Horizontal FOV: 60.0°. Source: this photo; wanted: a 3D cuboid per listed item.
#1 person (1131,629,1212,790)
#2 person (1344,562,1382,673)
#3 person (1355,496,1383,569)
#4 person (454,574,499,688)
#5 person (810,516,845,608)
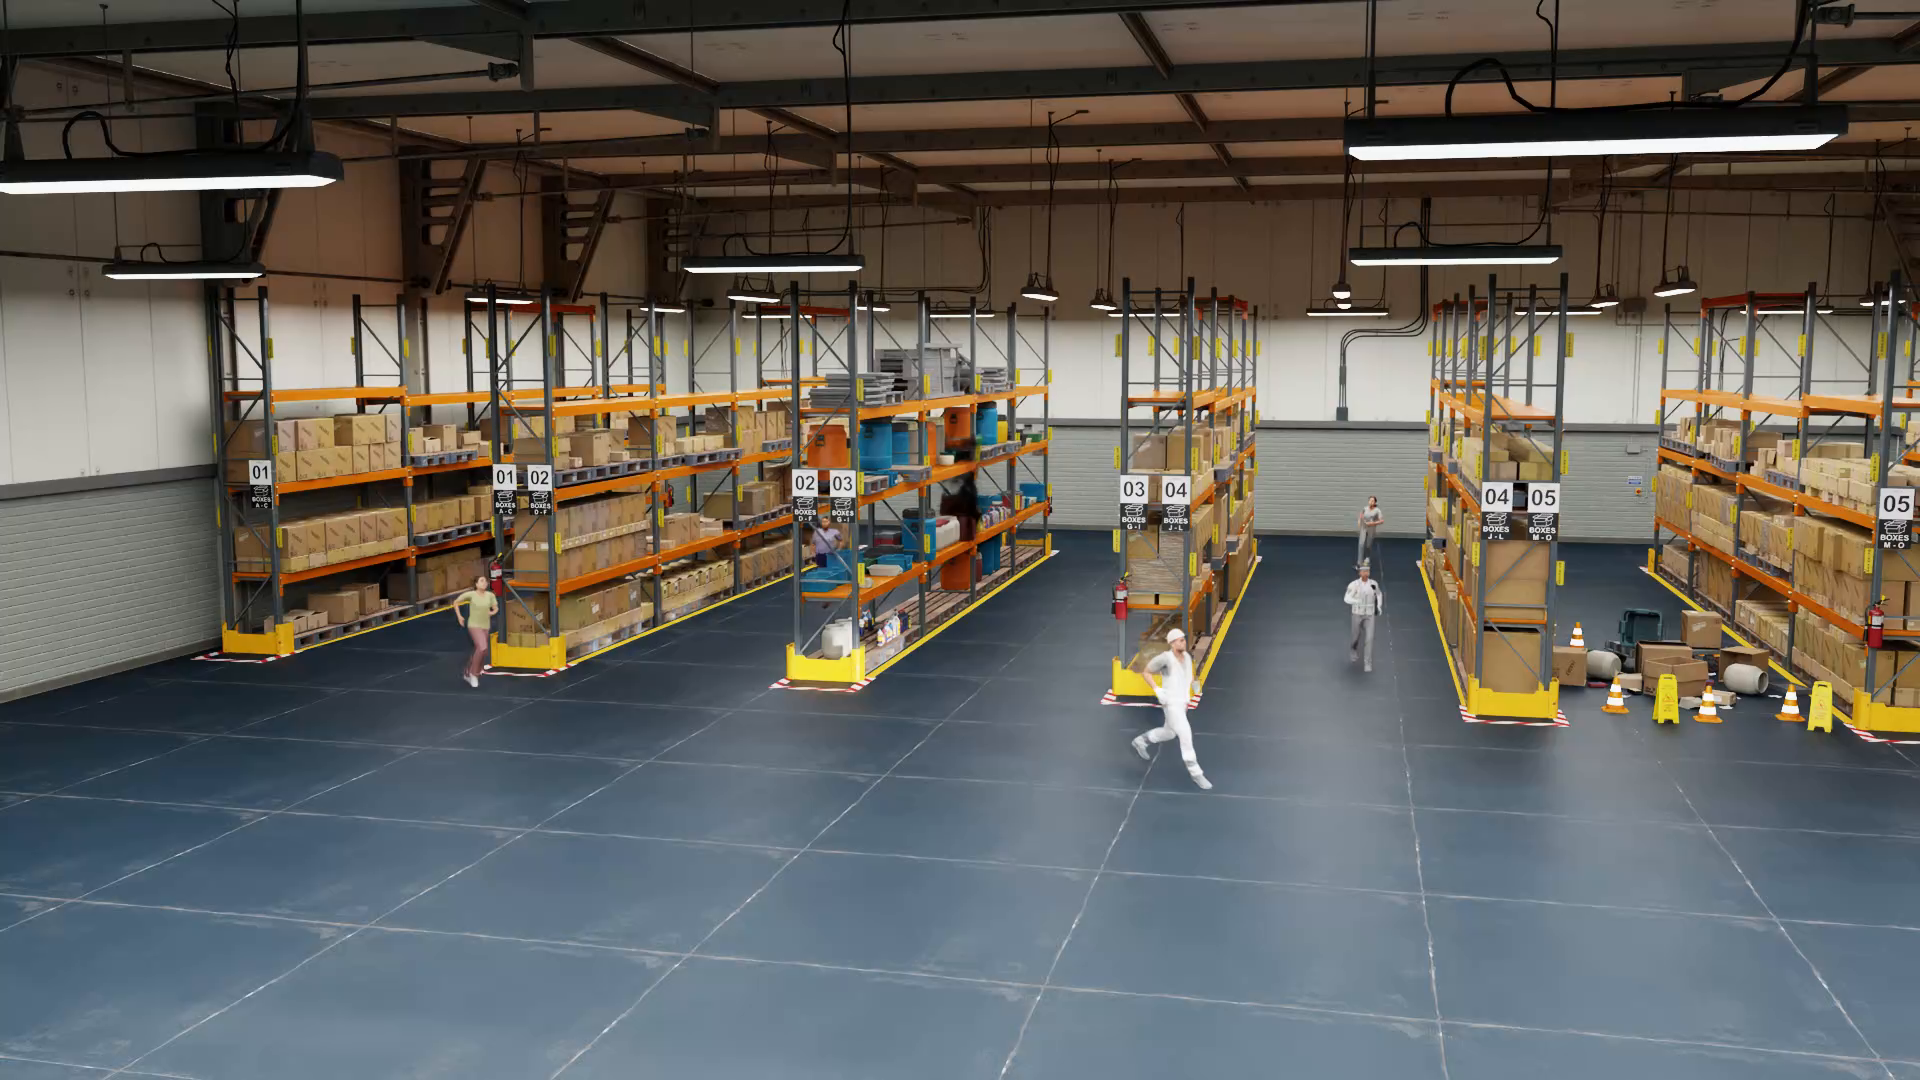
[{"bbox_3d":[2.483,1.907,19.331,1.172,1.789,0.623,5,8,38],"label":"person"},{"bbox_3d":[6.307,1.171,25.976,0.617,1.673,0.918,1,7,5],"label":"person"},{"bbox_3d":[9.439,-0.190,38.242,0.602,1.653,0.868,4,8,32],"label":"person"},{"bbox_3d":[-7.165,1.332,24.820,0.664,1.664,0.568,5,8,39],"label":"person"},{"bbox_3d":[-2.463,0.394,30.620,0.613,1.653,0.833,1,7,10],"label":"person"}]
